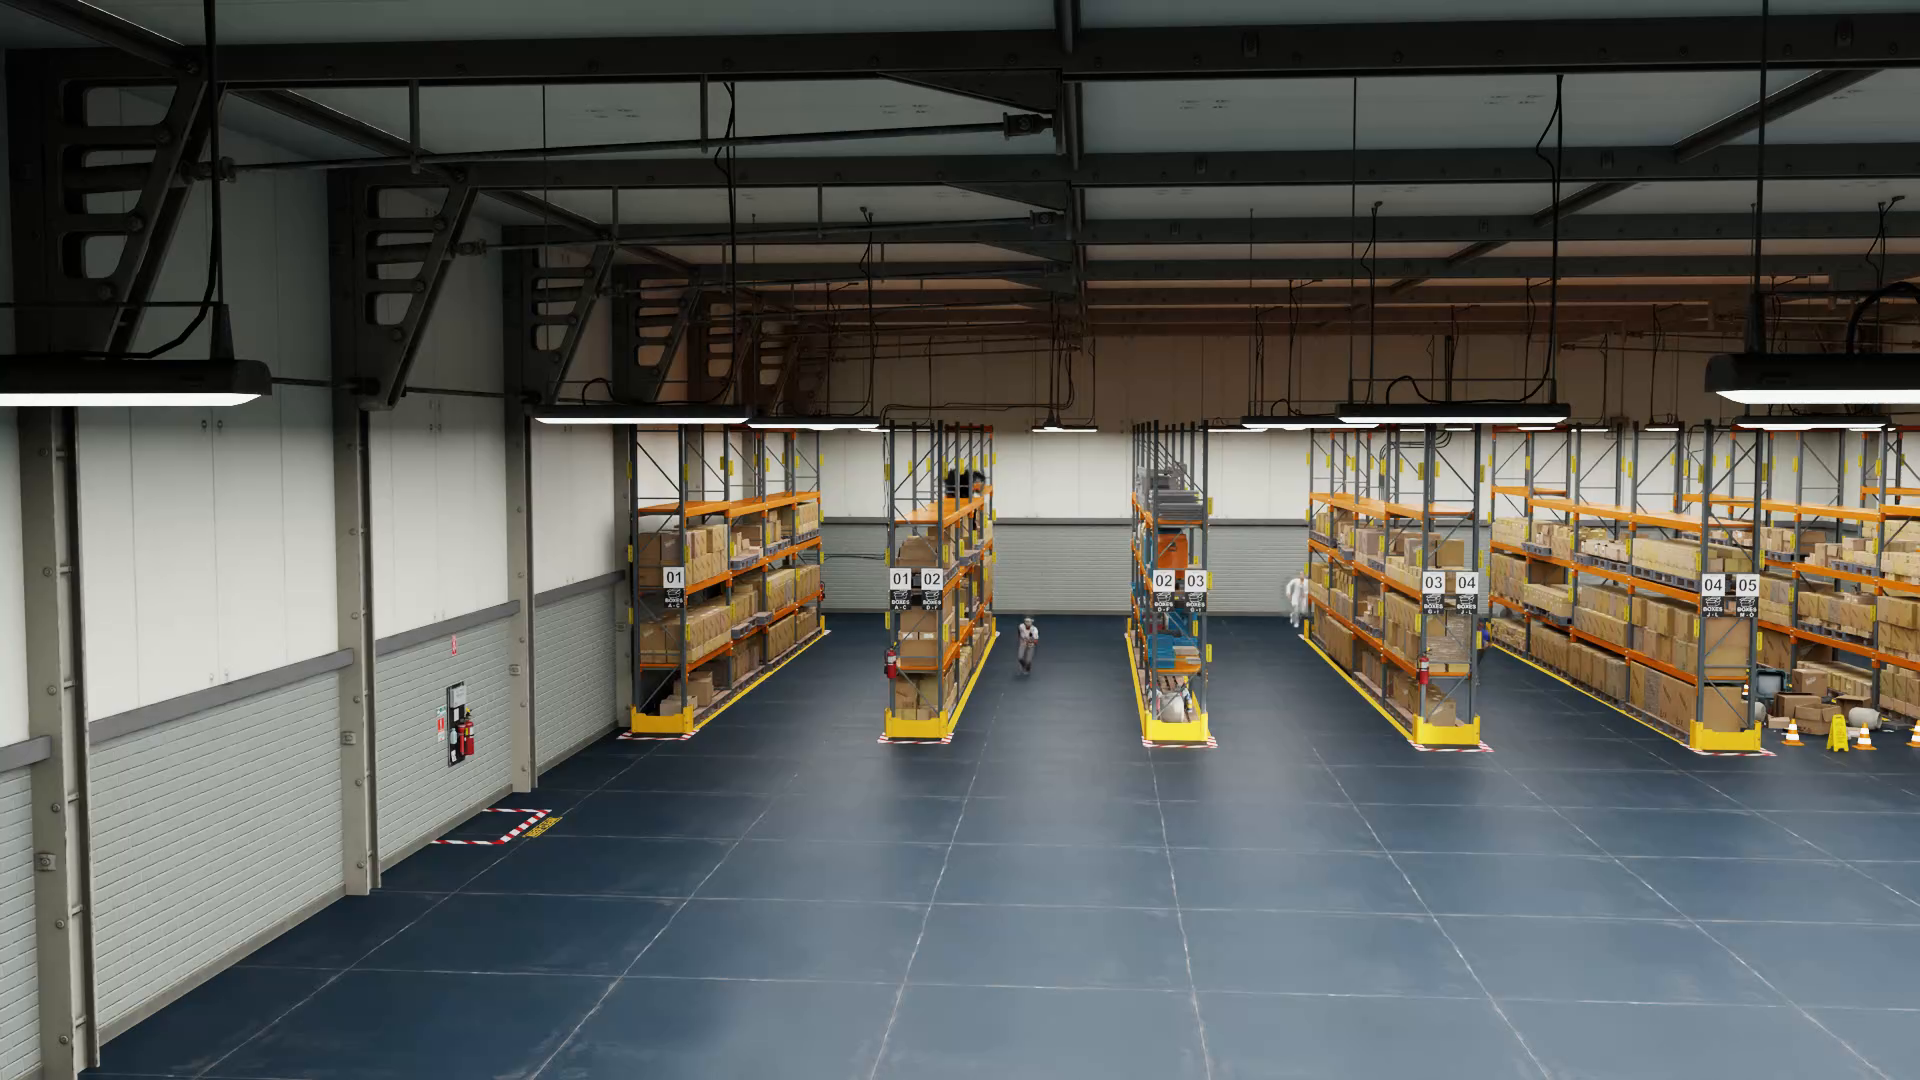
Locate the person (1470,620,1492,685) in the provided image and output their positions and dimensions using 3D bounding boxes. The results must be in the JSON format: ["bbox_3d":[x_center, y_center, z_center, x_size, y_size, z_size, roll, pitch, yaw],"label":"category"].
[{"bbox_3d":[11.891,2.546,38.230,0.584,1.498,1.007,1,4,12],"label":"person"}]

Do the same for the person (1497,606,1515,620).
[{"bbox_3d":[15.580,1.868,47.261,0.955,1.753,0.758,1,4,18],"label":"person"}]

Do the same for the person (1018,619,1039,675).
[{"bbox_3d":[1.583,2.527,39.210,0.599,1.408,0.971,1,4,13],"label":"person"}]

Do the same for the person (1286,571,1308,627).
[{"bbox_3d":[10.116,1.767,49.670,0.803,1.691,0.610,0,4,-8],"label":"person"}]
